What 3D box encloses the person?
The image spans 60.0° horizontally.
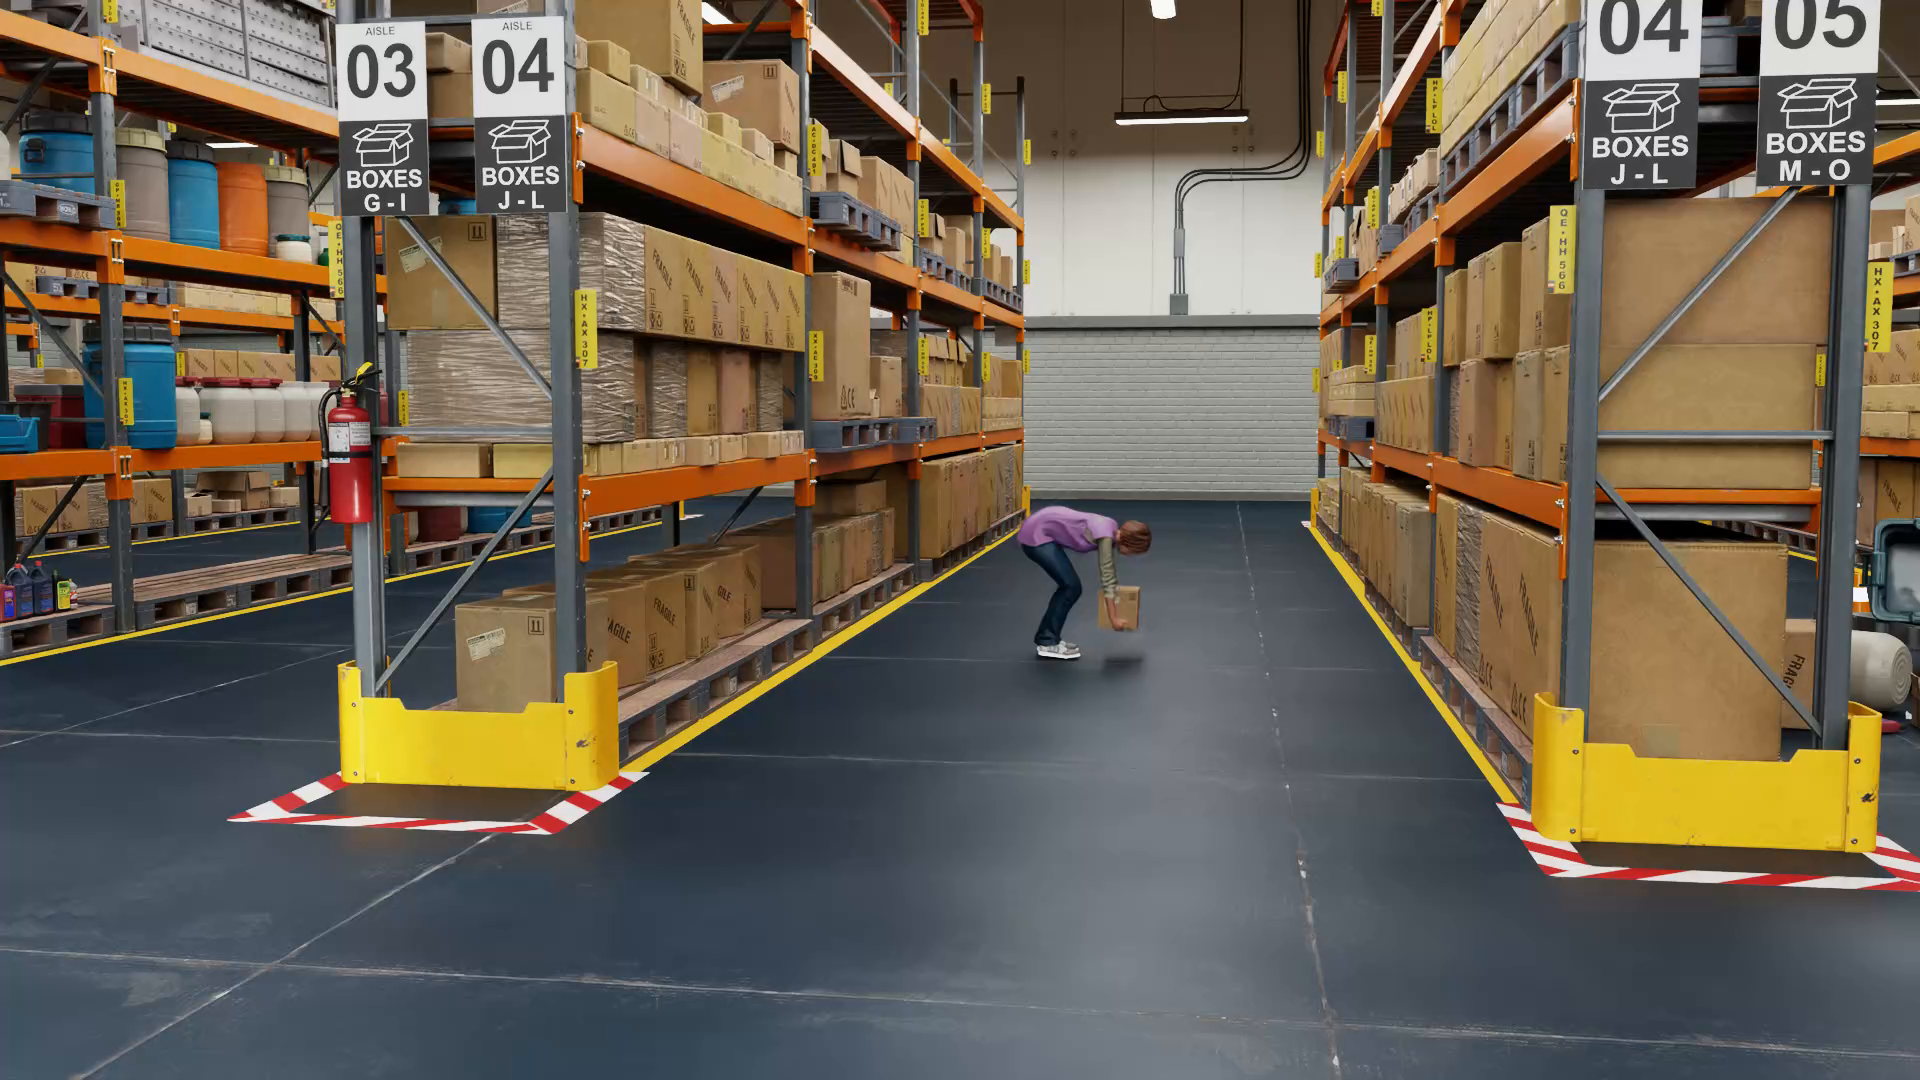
[{"bbox_3d":[0.795,0.269,10.678,0.869,0.970,0.402,1,5,6],"label":"person"}]
